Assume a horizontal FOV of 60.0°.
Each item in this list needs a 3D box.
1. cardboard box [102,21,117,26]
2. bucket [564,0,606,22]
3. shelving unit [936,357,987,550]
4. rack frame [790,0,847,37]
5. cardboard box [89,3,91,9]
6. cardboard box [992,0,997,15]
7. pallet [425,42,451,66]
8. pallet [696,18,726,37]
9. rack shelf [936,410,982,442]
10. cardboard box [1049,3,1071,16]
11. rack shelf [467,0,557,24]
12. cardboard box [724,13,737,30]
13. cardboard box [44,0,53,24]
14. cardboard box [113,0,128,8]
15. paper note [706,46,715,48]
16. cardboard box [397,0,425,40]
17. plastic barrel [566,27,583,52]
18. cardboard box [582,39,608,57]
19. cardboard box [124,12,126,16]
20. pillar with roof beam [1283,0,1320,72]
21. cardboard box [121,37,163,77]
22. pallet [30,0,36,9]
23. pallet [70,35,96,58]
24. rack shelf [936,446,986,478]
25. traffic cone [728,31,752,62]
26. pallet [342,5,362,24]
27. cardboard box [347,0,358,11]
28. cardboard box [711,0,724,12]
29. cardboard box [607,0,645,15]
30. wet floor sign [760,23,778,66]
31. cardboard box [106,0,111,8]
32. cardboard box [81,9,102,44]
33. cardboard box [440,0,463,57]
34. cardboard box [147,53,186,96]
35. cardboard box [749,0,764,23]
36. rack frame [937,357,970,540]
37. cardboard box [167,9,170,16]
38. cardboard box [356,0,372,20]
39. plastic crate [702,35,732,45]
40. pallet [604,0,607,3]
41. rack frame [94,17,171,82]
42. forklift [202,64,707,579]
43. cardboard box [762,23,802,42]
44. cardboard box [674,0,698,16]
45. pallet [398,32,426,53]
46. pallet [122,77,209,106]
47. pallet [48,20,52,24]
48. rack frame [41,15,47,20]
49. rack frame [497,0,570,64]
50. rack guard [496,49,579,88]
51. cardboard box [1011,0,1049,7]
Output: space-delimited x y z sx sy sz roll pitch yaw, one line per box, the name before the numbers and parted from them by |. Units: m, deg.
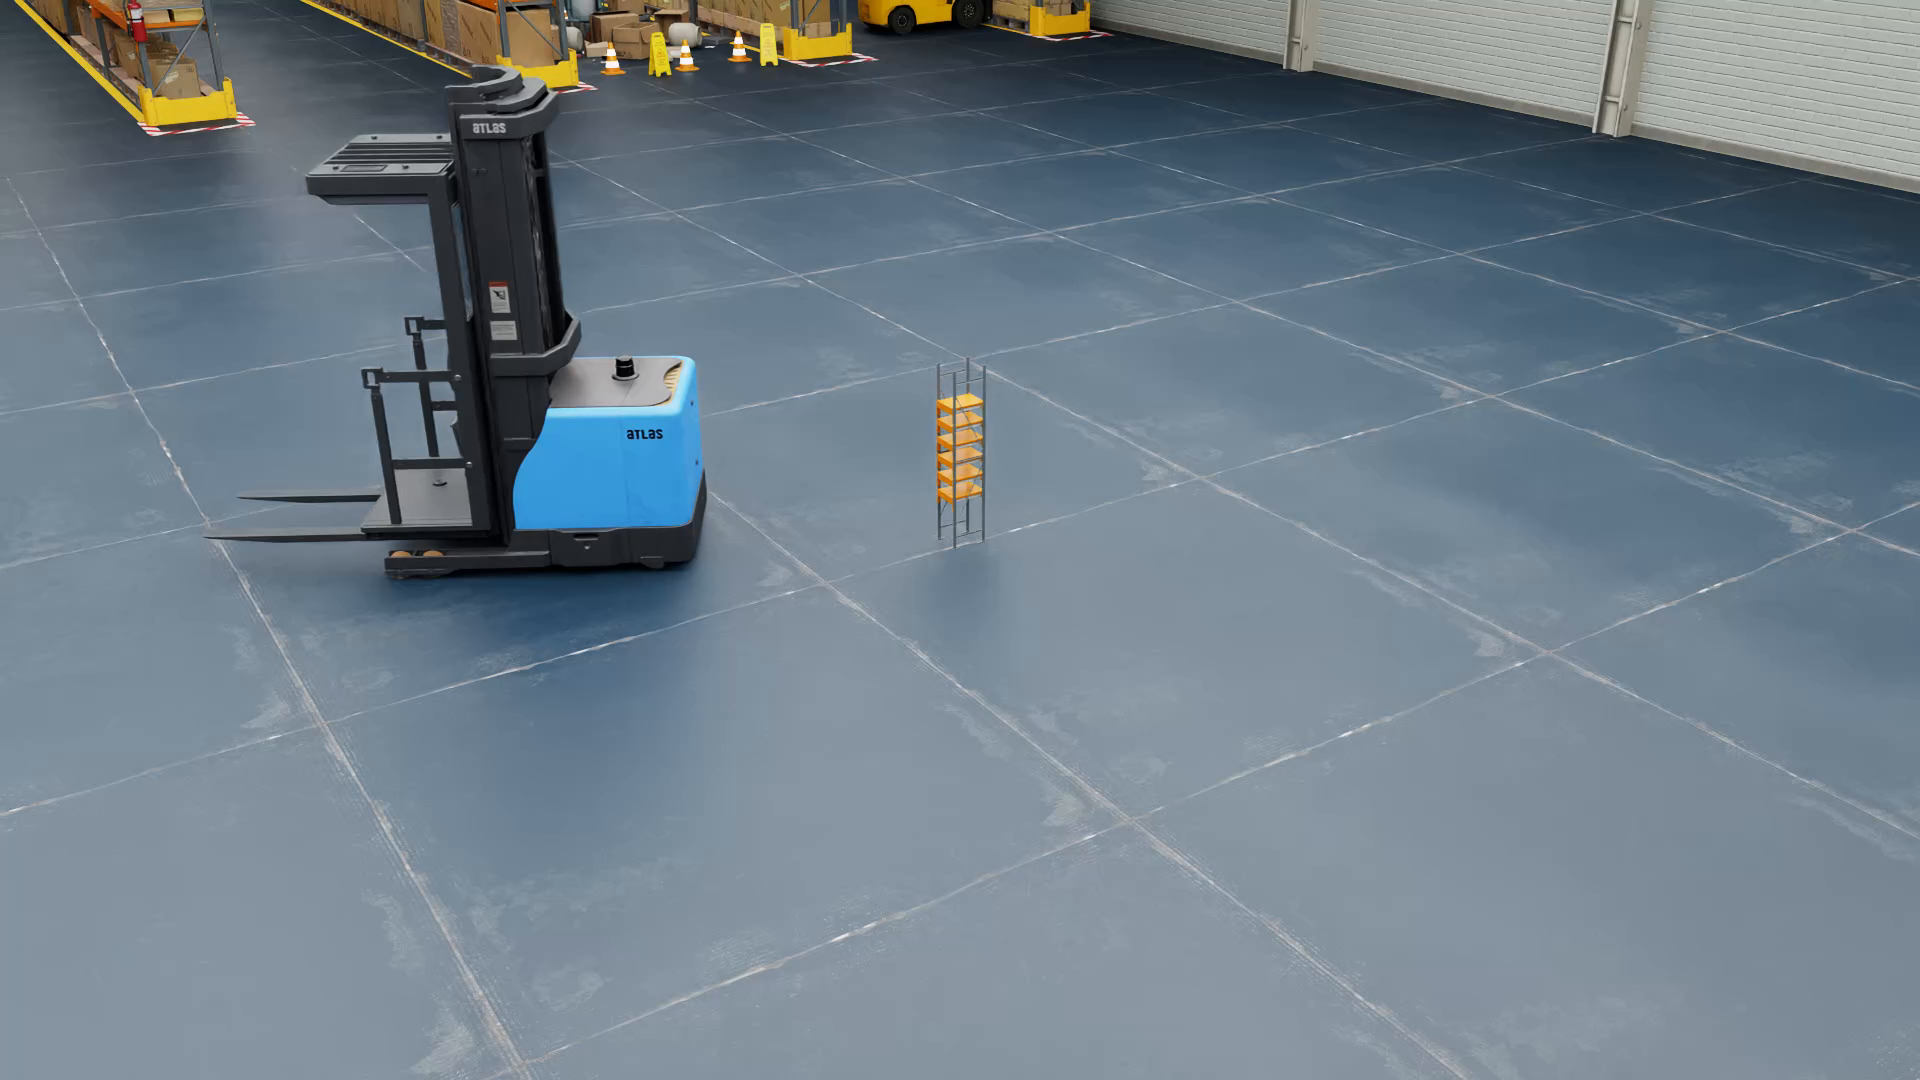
cardboard box | -13.394 -8.075 26.753 0.700 0.500 0.500 -16 29 -30
bucket | -6.616 -9.422 29.249 0.726 0.611 0.620 -6 16 -12
shelving unit | 0.008 -0.537 10.483 0.258 1.200 0.189 -16 29 -30
rack frame | -2.346 -9.485 27.329 1.000 3.000 0.127 -16 29 -30
cardboard box | -14.327 -9.025 27.888 0.500 0.250 0.500 -12 28 -24
cardboard box | 0.761 -10.045 31.244 0.500 0.250 0.500 -15 29 -29
pallet | -8.272 -8.175 27.820 1.003 0.211 1.213 -16 29 -30
pallet | -4.133 -9.423 30.463 1.003 0.211 1.213 -16 29 -30
rack shelf | 0.008 -0.714 10.399 0.258 0.103 0.180 -16 29 -30
cardboard box | 1.707 -9.811 30.748 0.500 0.250 0.500 -15 29 -29
rack shelf | -7.530 -8.685 26.477 1.077 0.370 4.000 -16 29 -30
cardboard box | -3.841 -9.211 29.477 0.500 0.250 0.500 -16 30 -30
cardboard box | -15.855 -9.838 30.074 1.225 0.875 0.875 -15 29 -29
cardboard box | -11.300 -7.709 23.102 0.875 0.500 0.500 -16 29 -30
paper note | -4.339 -8.561 28.850 0.148 0.019 0.142 18 31 33
cardboard box | -9.036 -9.100 28.656 1.050 0.750 0.750 -16 29 -30
plastic barrel | -6.717 -8.513 28.287 0.512 0.421 0.421 3 25 6
cardboard box | -6.140 -8.304 28.030 0.396 0.266 0.258 -10 27 -21
cardboard box | -11.416 -7.376 23.155 0.380 0.149 0.250 -16 29 -30
pillar with roof beam | 1.855 -10.666 22.803 9.100 9.000 0.400 -16 29 -30
cardboard box | -12.329 -7.310 25.158 0.500 0.500 0.500 -6 26 -13
pallet | -18.219 -10.934 33.664 1.003 0.211 1.213 -16 29 -30
pallet | -14.591 -8.496 28.500 1.003 0.211 1.213 -16 29 -30
rack shelf | 0.008 -0.497 10.502 0.258 0.103 0.180 -16 29 -30
traffic cone | -3.661 -8.191 27.559 0.336 0.463 0.334 -16 29 -30
pallet | -11.230 -10.176 32.058 1.003 0.211 1.213 -16 29 -30
cardboard box | -11.383 -10.391 31.683 0.500 0.500 0.500 -16 29 -30
cardboard box | -4.131 -9.739 29.717 0.500 0.500 0.500 -14 29 -28
cardboard box | -6.004 -9.702 29.830 0.500 0.500 0.500 -16 29 -30
wet floor sign | -3.138 -8.103 27.159 0.267 0.644 0.232 -6 26 -12
cardboard box | -12.137 -7.812 24.080 0.380 0.149 0.250 -16 29 -30
cardboard box | -14.320 -8.675 28.026 0.700 0.500 0.500 -18 31 -34
cardboard box | -7.842 -8.392 27.011 0.875 0.875 0.875 -15 29 -29
cardboard box | -11.331 -6.668 23.798 0.500 0.500 0.500 -8 26 -16
cardboard box | -3.289 -9.182 28.538 0.500 0.500 0.500 -14 29 -28
rack frame | -0.042 -0.570 10.552 0.240 1.200 0.006 -16 29 -30
cardboard box | -10.849 -7.406 23.220 0.380 0.149 0.250 -16 29 -30
cardboard box | -10.548 -10.091 30.755 1.050 0.750 0.750 -16 30 -30
plastic crate | -4.359 -8.843 29.388 0.583 0.080 0.402 18 31 33
pallet | -7.080 -11.385 34.620 1.003 0.211 1.213 -16 29 -30
rack frame | -12.832 -8.606 25.467 1.000 3.000 0.127 -16 29 -30
forklift | -3.189 -1.318 10.109 3.031 2.935 1.130 -1 25 -3
cardboard box | -3.026 -8.667 28.324 0.500 0.250 0.500 -16 29 -30
cardboard box | -4.818 -10.104 31.227 0.950 0.372 0.625 -15 29 -29
pallet | -9.106 -8.724 28.982 1.003 0.211 1.213 -16 29 -30
pallet | -11.766 -6.677 24.646 1.003 0.211 1.213 -16 29 -30
pallet | -16.715 -9.948 31.576 1.003 0.211 1.213 -16 29 -30
rack frame | -17.200 -11.468 31.529 1.000 3.000 0.127 -16 29 -30
rack frame | -6.438 -8.295 24.809 1.000 3.000 0.127 -16 29 -30
rack guard | -6.425 -7.156 25.324 1.175 0.500 0.348 -16 29 -30
cardboard box | 1.283 -9.917 30.387 0.500 0.250 0.500 -16 30 -30
